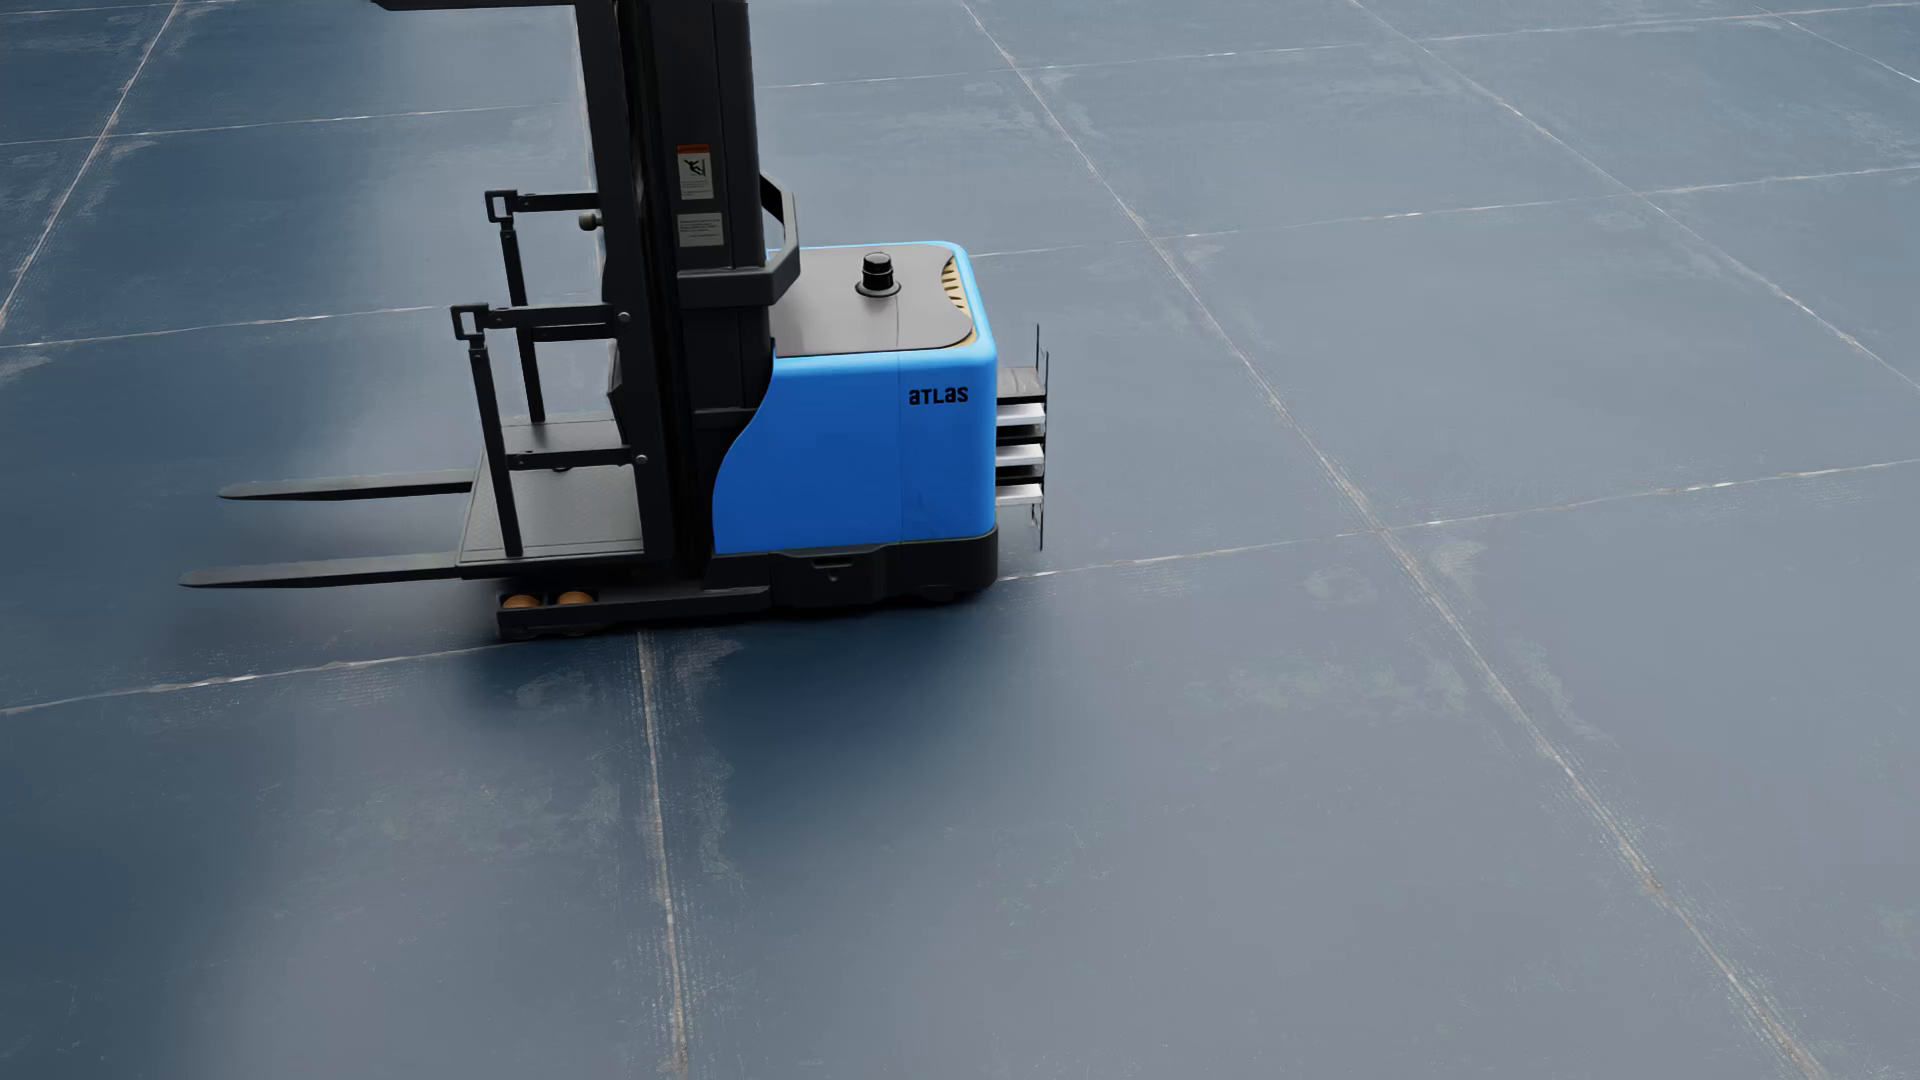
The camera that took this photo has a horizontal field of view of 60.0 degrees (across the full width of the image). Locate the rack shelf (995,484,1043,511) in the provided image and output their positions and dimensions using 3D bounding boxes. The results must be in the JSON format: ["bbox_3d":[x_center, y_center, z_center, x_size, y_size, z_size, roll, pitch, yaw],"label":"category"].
[{"bbox_3d":[0.212,-0.206,6.633,0.200,0.077,0.258,-4,34,-6],"label":"rack shelf"}]

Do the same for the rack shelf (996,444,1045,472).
[{"bbox_3d":[0.212,-0.356,6.533,0.200,0.077,0.258,-4,34,-6],"label":"rack shelf"}]

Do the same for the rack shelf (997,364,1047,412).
[{"bbox_3d":[0.212,-0.580,6.382,0.200,0.077,0.258,-4,34,-6],"label":"rack shelf"}]

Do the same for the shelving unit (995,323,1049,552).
[{"bbox_3d":[0.212,-0.384,6.514,0.210,0.900,0.258,-4,34,-6],"label":"shelving unit"}]

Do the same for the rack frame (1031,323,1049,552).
[{"bbox_3d":[0.313,-0.391,6.524,0.006,0.900,0.240,-4,34,-6],"label":"rack frame"}]

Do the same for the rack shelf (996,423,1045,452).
[{"bbox_3d":[0.212,-0.431,6.482,0.200,0.077,0.258,-4,34,-6],"label":"rack shelf"}]

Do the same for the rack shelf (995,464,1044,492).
[{"bbox_3d":[0.212,-0.281,6.583,0.200,0.077,0.258,-4,34,-6],"label":"rack shelf"}]

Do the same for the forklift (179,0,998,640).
[{"bbox_3d":[-1.411,-1.157,5.844,3.031,2.935,1.130,-4,34,-6],"label":"forklift"}]

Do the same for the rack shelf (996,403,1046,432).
[{"bbox_3d":[0.212,-0.505,6.432,0.200,0.077,0.258,-4,34,-6],"label":"rack shelf"}]
